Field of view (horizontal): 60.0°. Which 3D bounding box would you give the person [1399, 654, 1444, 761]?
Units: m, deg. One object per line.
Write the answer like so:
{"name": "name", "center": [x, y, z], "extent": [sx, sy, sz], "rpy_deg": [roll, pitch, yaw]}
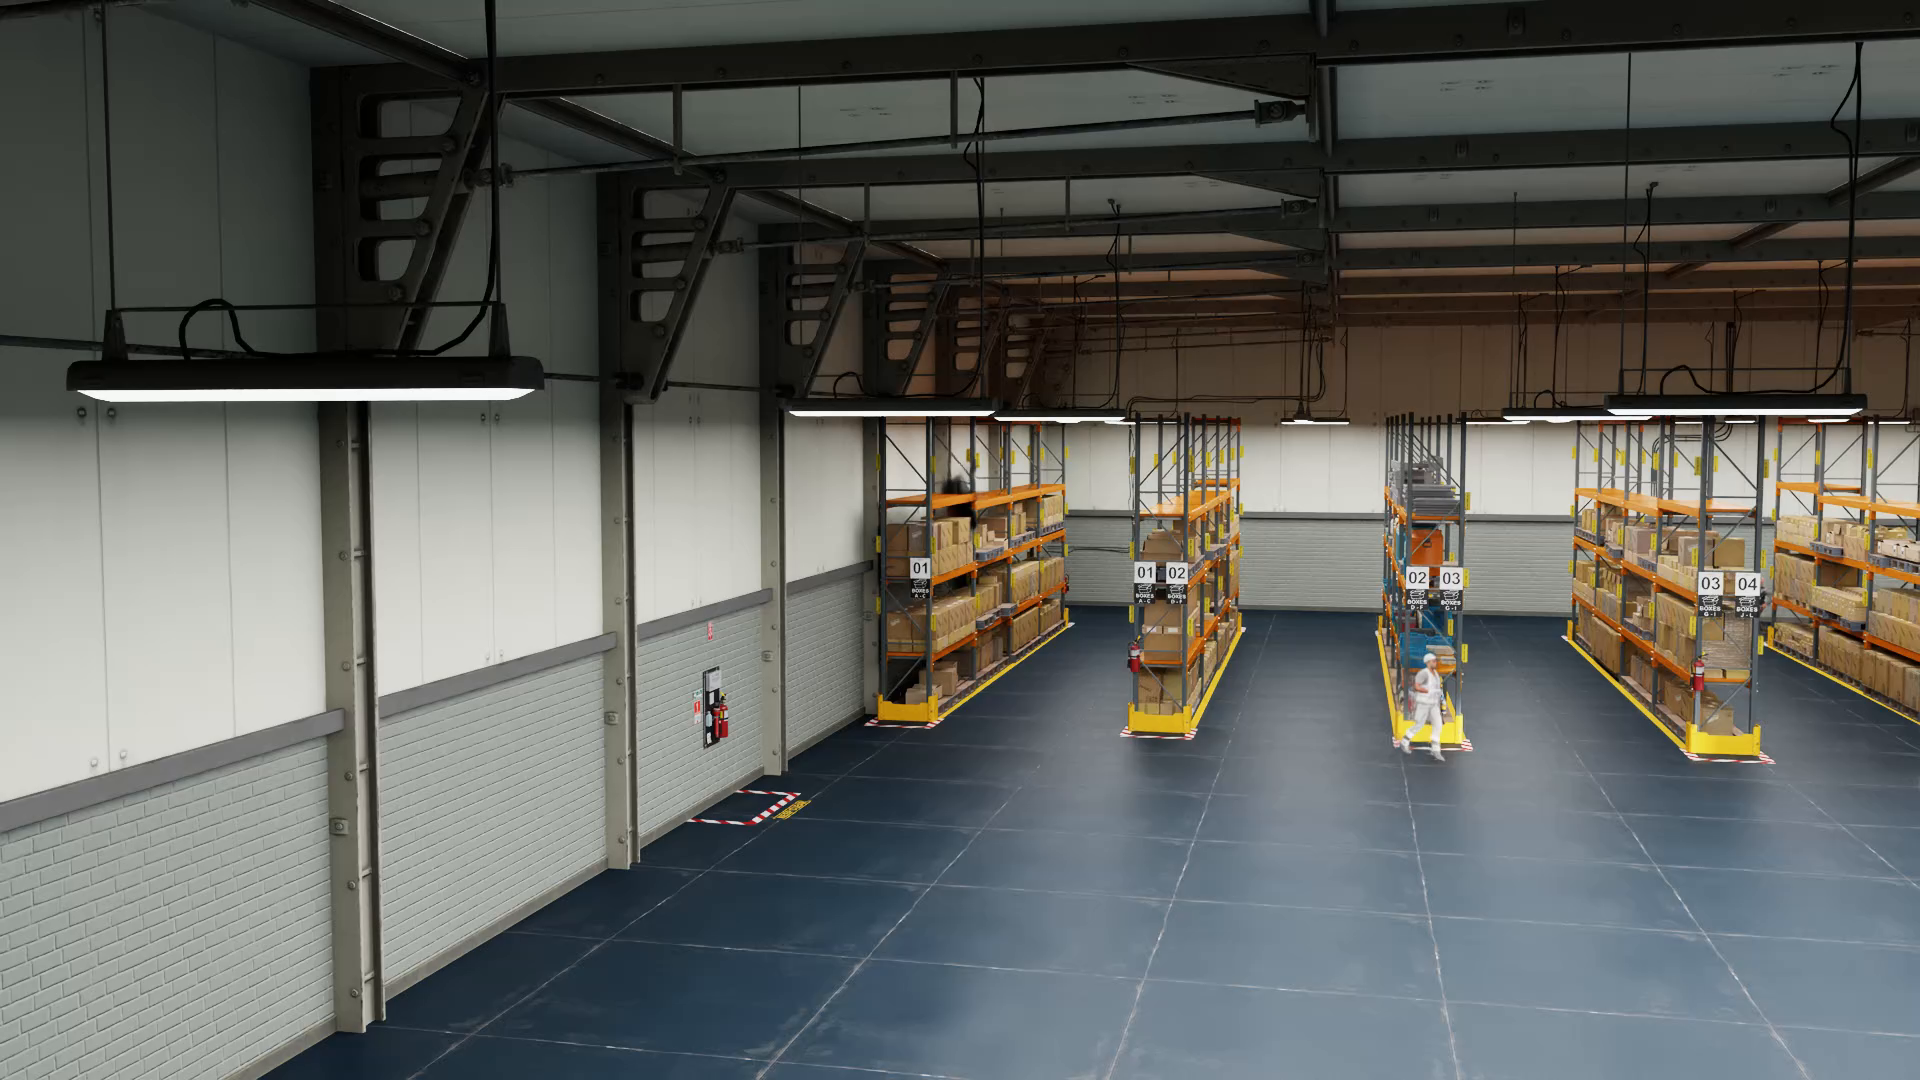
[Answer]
{"name": "person", "center": [8.099, 2.861, 28.817], "extent": [0.683, 1.793, 0.905], "rpy_deg": [-3, 5, -38]}

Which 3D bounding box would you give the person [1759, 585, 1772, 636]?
{"name": "person", "center": [21.368, 1.942, 44.680], "extent": [0.880, 1.502, 0.715], "rpy_deg": [0, 4, -1]}

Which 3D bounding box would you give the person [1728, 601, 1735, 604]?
{"name": "person", "center": [20.712, 1.486, 44.481], "extent": [0.466, 0.822, 0.605], "rpy_deg": [-1, 4, -15]}
